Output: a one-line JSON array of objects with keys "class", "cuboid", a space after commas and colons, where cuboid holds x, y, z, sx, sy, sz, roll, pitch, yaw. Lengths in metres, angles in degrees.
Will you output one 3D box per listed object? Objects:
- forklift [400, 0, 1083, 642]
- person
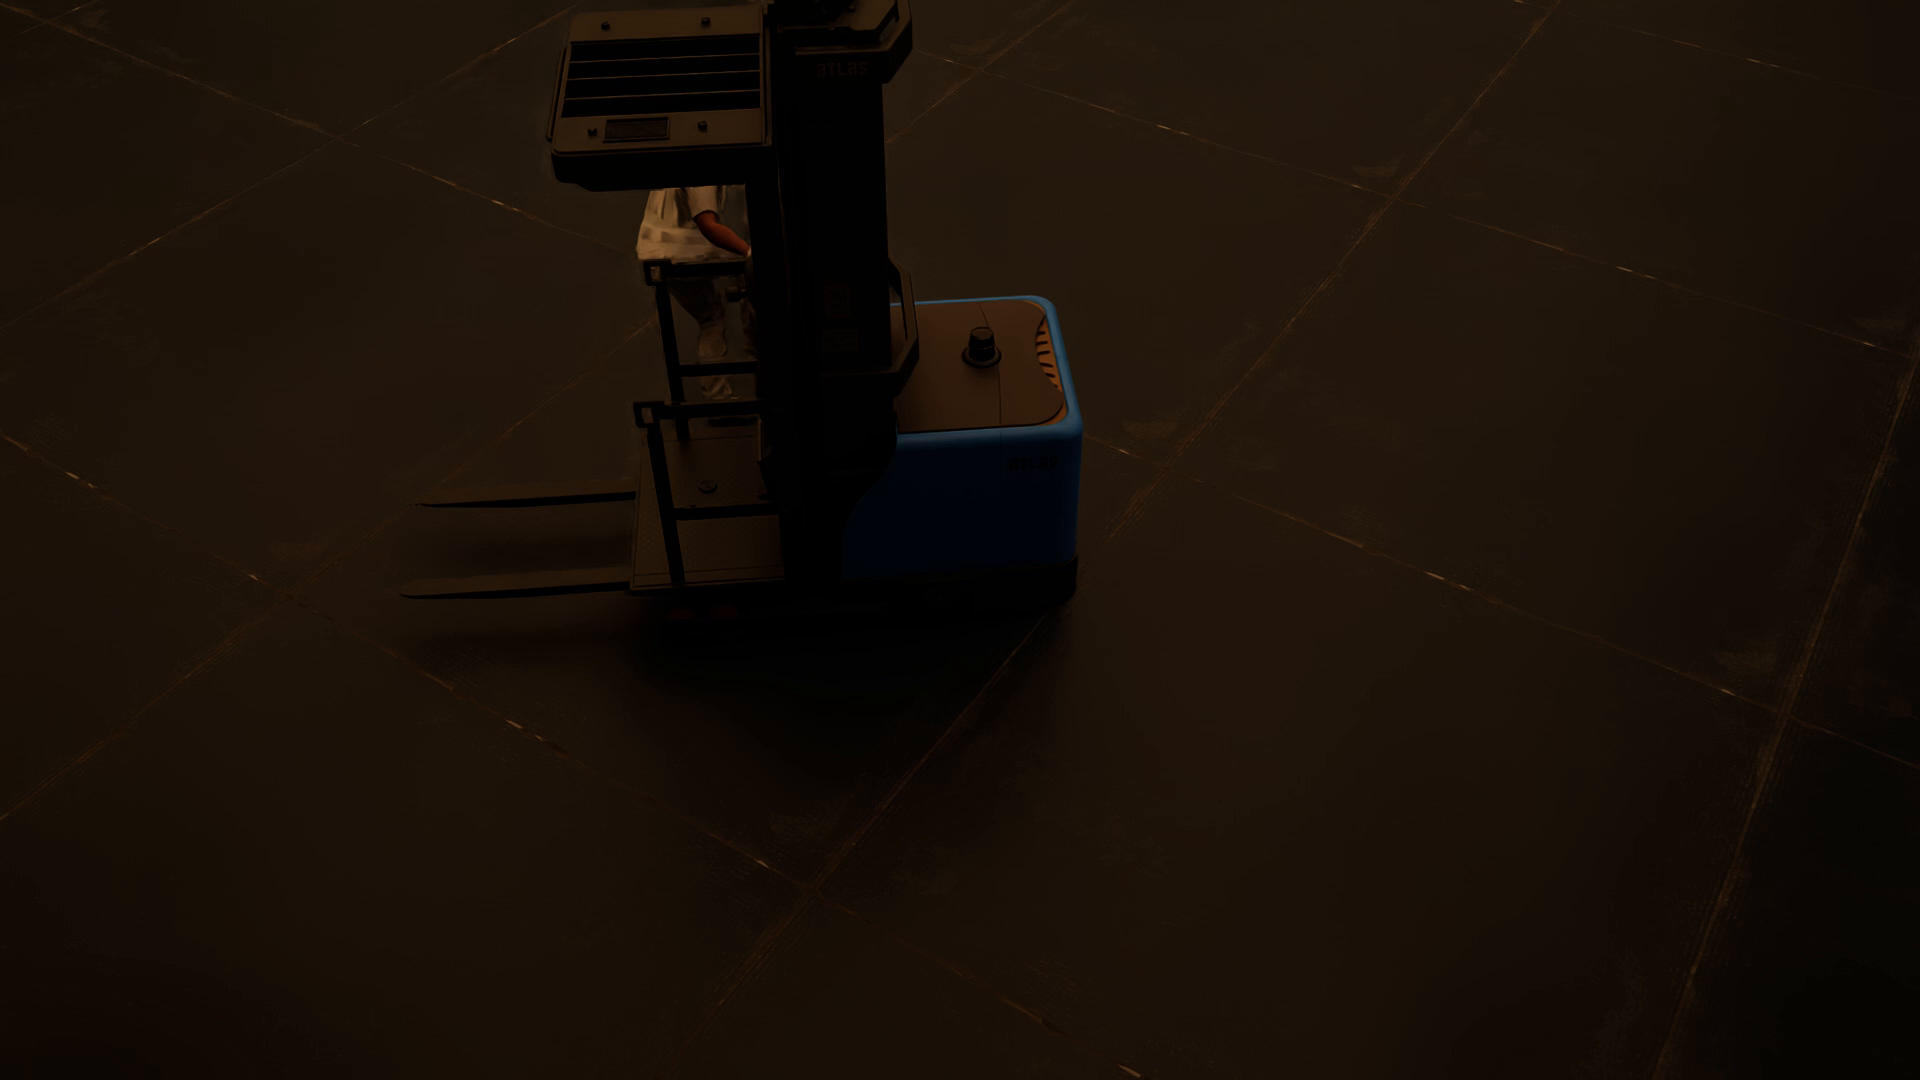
[{"class": "forklift", "cuboid": [-1.017, -0.985, 6.888, 3.031, 2.935, 1.130, -4, 44, -4]}, {"class": "person", "cuboid": [-1.128, -1.488, 8.432, 0.933, 1.524, 1.031, -27, 50, -25]}]
